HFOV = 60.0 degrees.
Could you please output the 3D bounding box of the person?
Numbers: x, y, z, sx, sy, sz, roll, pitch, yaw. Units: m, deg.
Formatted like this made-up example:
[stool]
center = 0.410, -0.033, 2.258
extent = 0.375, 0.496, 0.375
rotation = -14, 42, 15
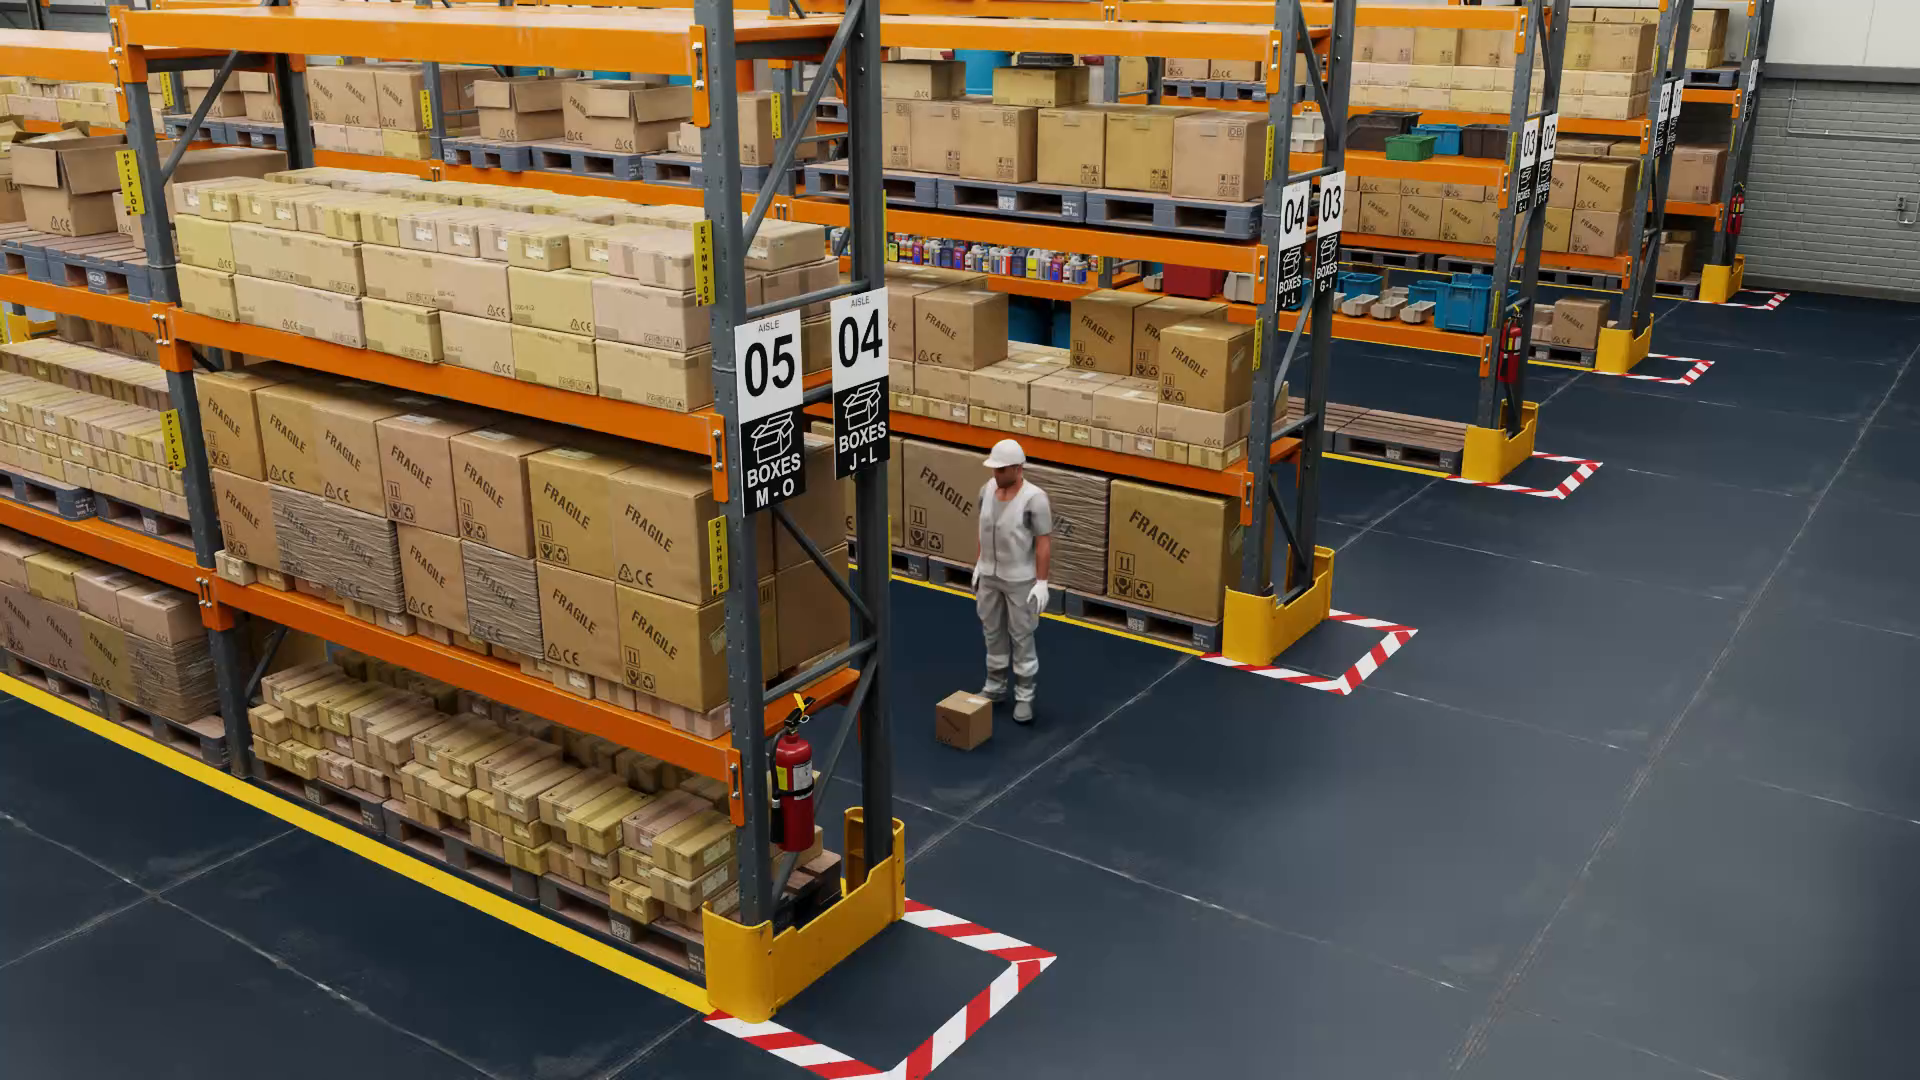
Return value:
[person]
center = 0.309, 0.243, 10.303
extent = 0.579, 1.788, 0.356
rotation = 14, 24, 33
